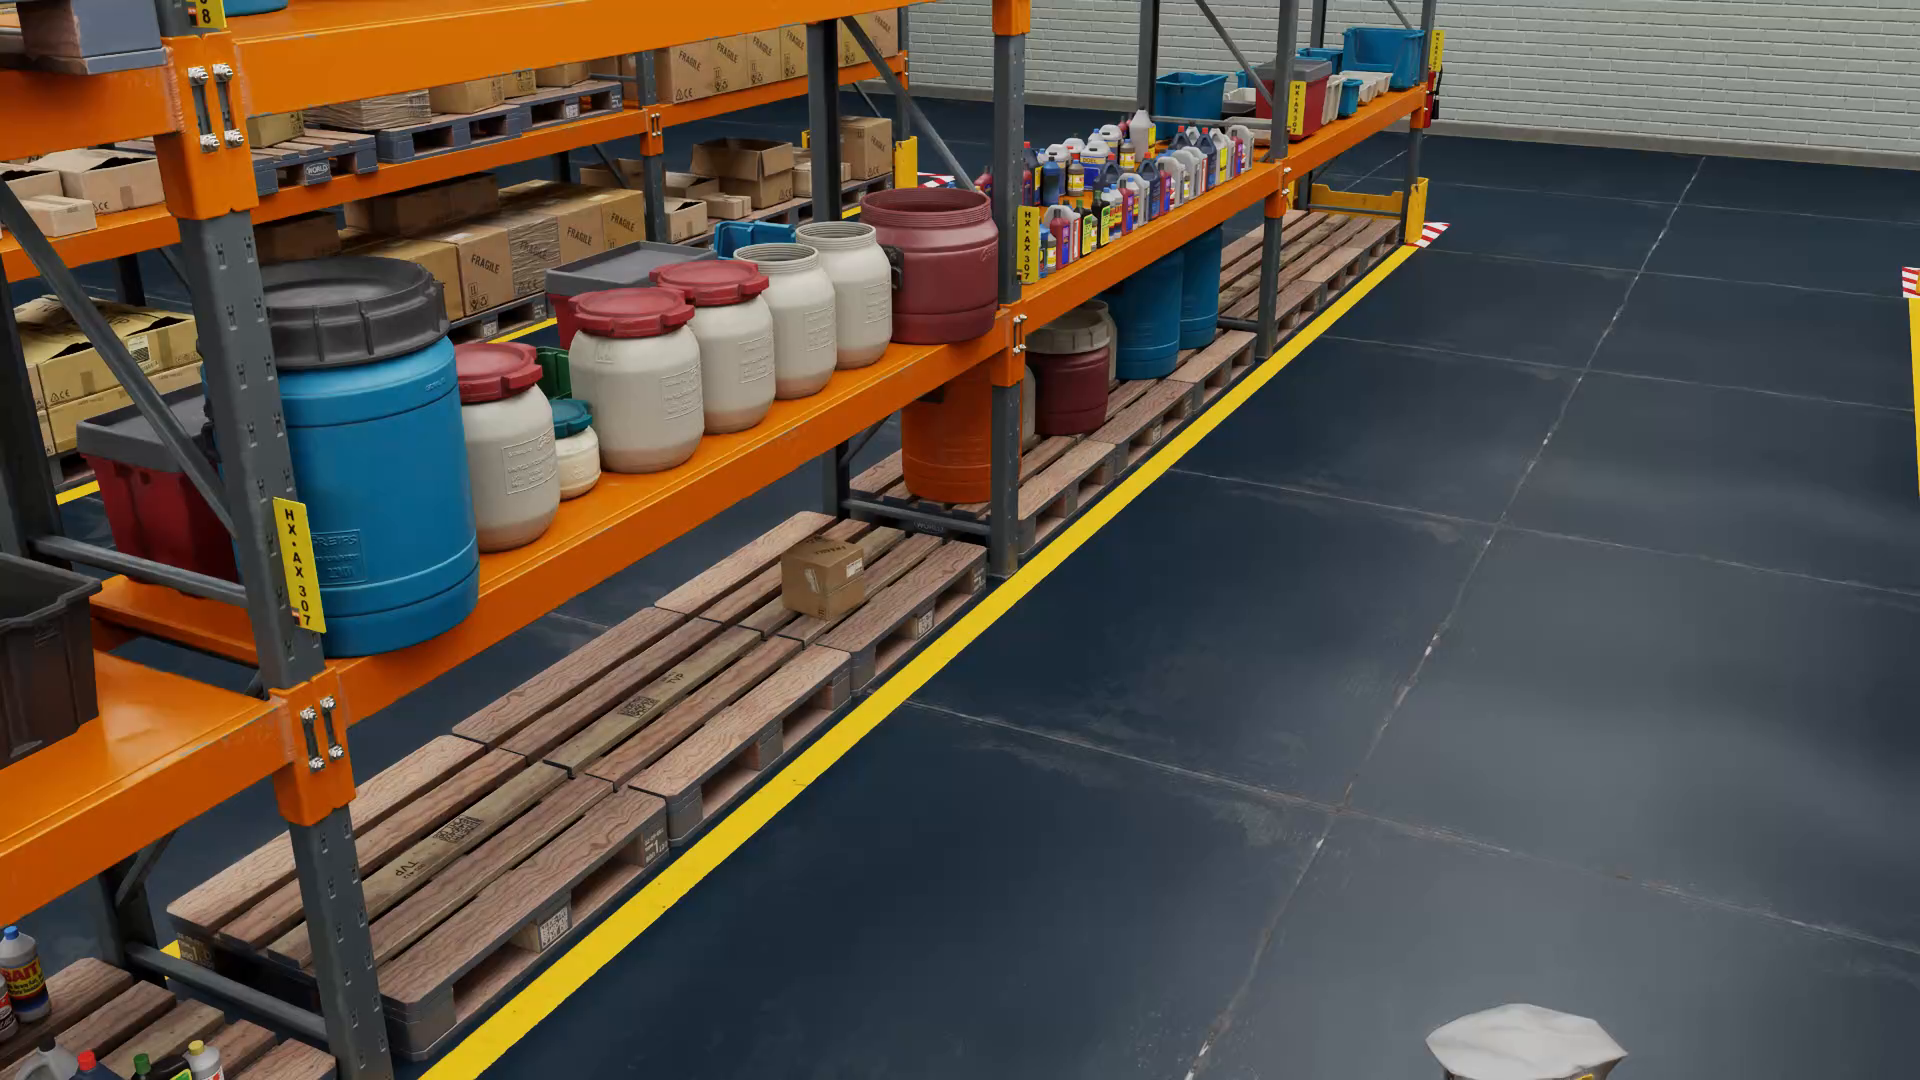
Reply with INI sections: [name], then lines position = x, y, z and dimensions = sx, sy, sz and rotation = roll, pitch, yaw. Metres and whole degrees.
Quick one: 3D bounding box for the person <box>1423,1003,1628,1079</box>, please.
[person]
position = 0.811, 1.481, 2.544
dimensions = 0.491, 1.700, 0.449
rotation = -6, 24, -13
